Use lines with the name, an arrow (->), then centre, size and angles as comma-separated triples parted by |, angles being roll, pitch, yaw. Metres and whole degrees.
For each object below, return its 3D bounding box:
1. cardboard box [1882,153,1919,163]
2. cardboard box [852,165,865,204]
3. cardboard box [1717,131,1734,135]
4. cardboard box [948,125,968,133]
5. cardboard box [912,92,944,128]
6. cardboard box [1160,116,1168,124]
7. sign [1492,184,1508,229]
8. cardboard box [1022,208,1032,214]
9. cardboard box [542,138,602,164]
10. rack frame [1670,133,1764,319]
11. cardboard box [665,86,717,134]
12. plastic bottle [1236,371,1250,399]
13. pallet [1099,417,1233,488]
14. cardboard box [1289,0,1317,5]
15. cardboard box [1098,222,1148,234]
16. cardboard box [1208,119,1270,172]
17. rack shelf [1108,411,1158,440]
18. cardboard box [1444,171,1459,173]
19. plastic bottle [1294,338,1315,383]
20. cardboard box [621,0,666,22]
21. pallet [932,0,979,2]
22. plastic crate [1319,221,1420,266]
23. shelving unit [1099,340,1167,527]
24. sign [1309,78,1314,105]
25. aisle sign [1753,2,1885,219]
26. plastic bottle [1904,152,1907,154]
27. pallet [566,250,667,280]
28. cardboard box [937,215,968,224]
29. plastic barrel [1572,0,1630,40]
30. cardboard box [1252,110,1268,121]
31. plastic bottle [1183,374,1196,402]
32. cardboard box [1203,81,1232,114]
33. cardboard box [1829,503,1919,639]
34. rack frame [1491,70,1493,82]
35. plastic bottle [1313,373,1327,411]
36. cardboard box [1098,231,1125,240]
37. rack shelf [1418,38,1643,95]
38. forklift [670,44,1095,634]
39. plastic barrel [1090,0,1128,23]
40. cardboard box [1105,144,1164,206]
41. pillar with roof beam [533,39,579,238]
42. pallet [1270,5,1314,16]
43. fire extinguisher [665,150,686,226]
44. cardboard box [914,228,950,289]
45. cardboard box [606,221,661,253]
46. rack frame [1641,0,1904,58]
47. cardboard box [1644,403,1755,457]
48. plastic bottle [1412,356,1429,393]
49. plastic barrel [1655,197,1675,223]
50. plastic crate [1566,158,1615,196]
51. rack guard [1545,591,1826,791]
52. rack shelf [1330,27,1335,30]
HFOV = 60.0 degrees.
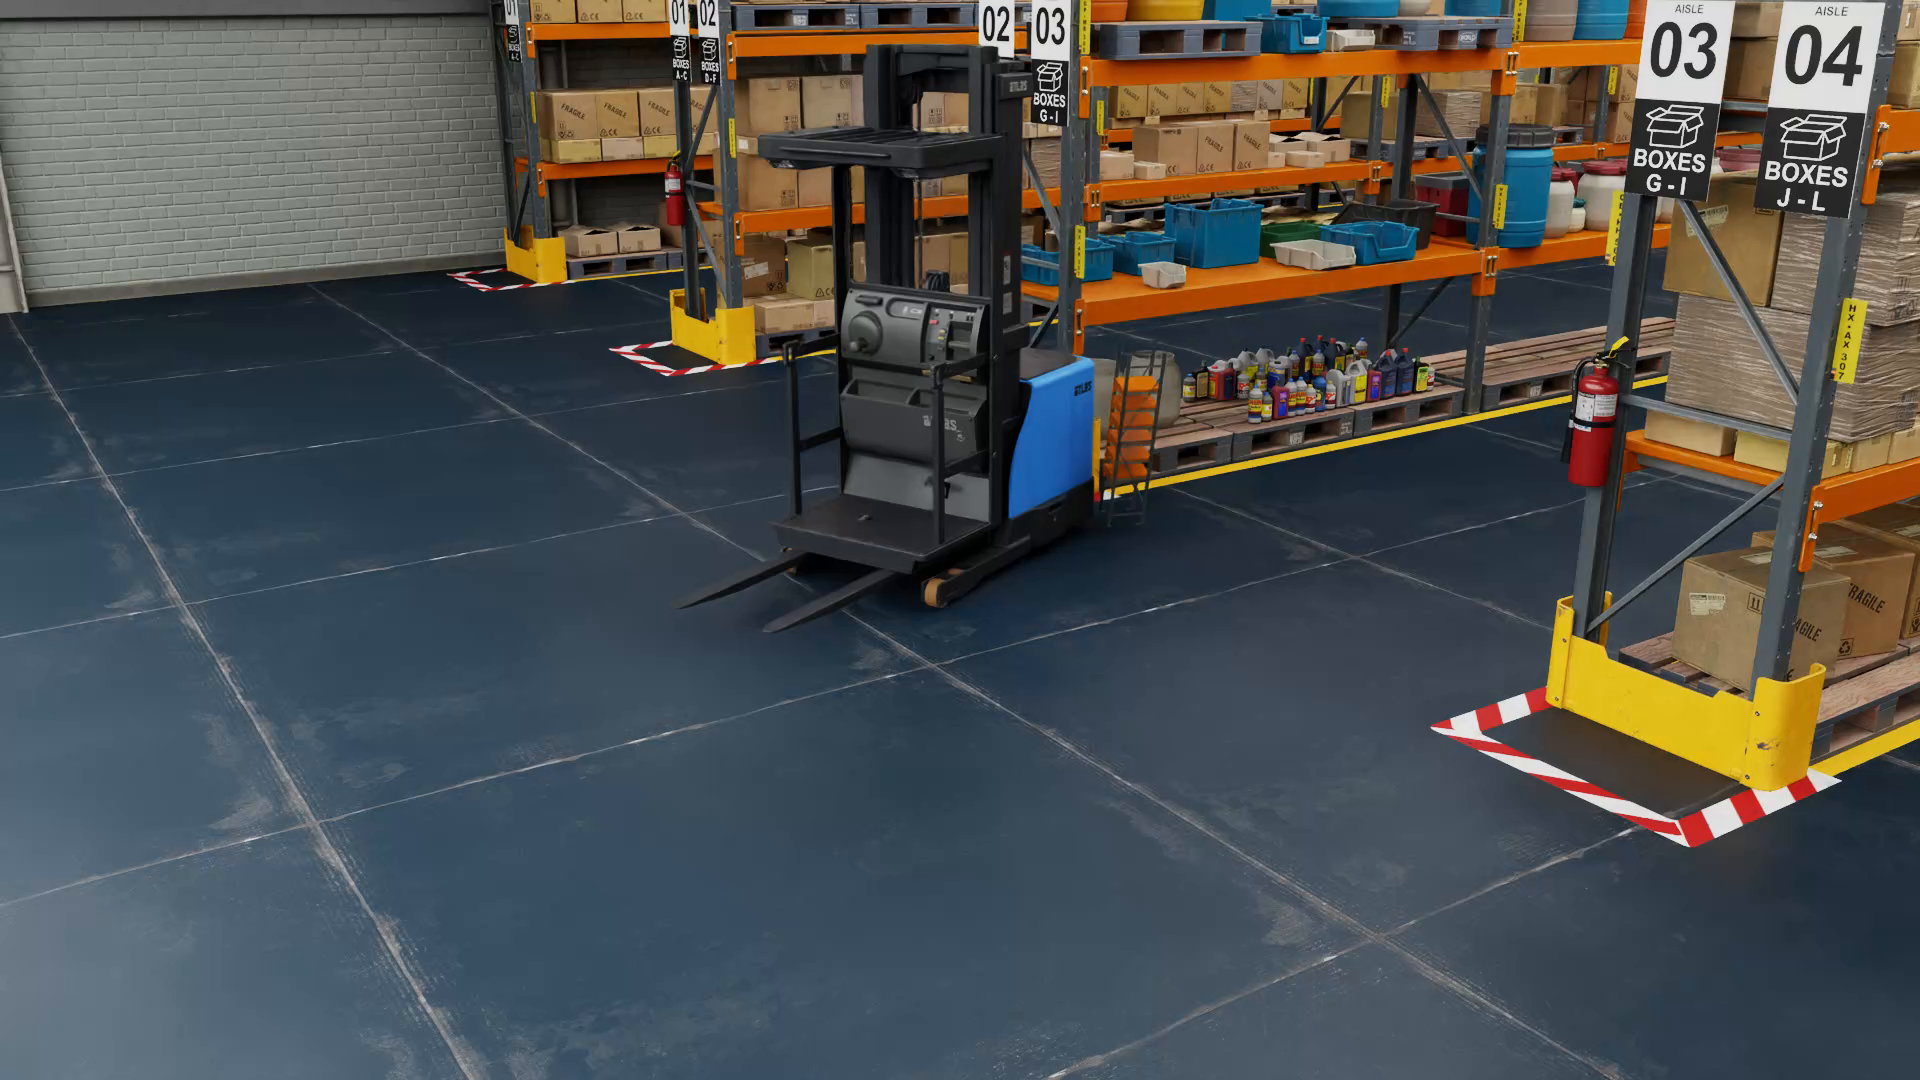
cardboard box -> 4.761, -1.603, 8.122 | 0.500, 0.500, 0.500 | -12, 22, -31
cardboard box -> -1.012, -3.472, 15.675 | 0.500, 0.500, 0.700 | -12, 22, -31
cardboard box -> 10.025, -5.701, 22.269 | 0.500, 0.500, 0.500 | -12, 22, -31
cardboard box -> -0.093, -3.897, 15.919 | 0.250, 0.149, 0.380 | -11, 22, -30
cardboard box -> -0.547, -4.188, 15.766 | 0.500, 0.500, 0.700 | -12, 22, -31
cardboard box -> 2.719, -5.930, 23.461 | 0.250, 0.149, 0.380 | -12, 22, -32
sign -> 4.092, -2.527, 12.604 | 0.005, 0.325, 0.100 | -12, 22, -31
cardboard box -> 0.624, -4.723, 22.749 | 0.500, 0.500, 0.700 | -12, 22, -31
cardboard box -> -4.408, -4.430, 18.867 | 0.500, 0.250, 0.500 | -13, 22, -33
rack frame -> 7.140, -3.250, 15.173 | 0.127, 3.000, 1.000 | -12, 22, -31
cardboard box -> -3.149, -5.056, 19.547 | 0.500, 0.500, 0.500 | -11, 22, -30
plastic bottle -> 2.177, -1.195, 12.780 | 0.097, 0.201, 0.097 | 0, 19, 0
pallet -> 1.177, -0.687, 11.948 | 1.213, 0.211, 1.003 | -12, 22, -31
cardboard box -> 3.643, -5.932, 18.002 | 0.500, 0.250, 0.500 | -11, 22, -30
cardboard box -> 1.690, -3.274, 18.007 | 0.500, 0.311, 0.500 | -11, 22, -30
cardboard box -> 3.026, -4.323, 18.191 | 0.500, 0.500, 0.500 | -13, 23, -34
rack shelf -> 1.063, -0.710, 10.224 | 0.258, 0.103, 0.180 | -4, 33, -13
cardboard box -> 6.386, -4.463, 20.808 | 0.500, 0.250, 0.500 | -12, 22, -31
plastic bottle -> 2.739, -1.434, 13.253 | 0.185, 0.351, 0.144 | -13, 23, -34
cardboard box -> -3.674, -6.138, 18.846 | 0.500, 0.500, 0.500 | -11, 21, -29
pallet -> -0.211, -6.791, 21.258 | 1.003, 0.211, 1.213 | -12, 22, -31
plastic crate -> 3.024, -2.207, 12.322 | 0.616, 0.251, 0.499 | -12, 22, -31
shelving unit -> 1.058, -0.646, 10.265 | 0.258, 1.200, 0.189 | -4, 33, -13
sign -> 4.112, -5.230, 19.346 | 0.005, 0.325, 0.100 | -12, 22, -31
aisle sign -> 3.296, -1.656, 6.401 | 0.004, 0.787, 0.394 | -12, 22, -31
plastic bottle -> 9.828, -3.925, 17.353 | 0.133, 0.283, 0.061 | -12, 22, -31
pallet -> -4.229, -3.316, 19.725 | 1.213, 0.211, 1.003 | -12, 22, -31
cardboard box -> 0.105, -3.034, 17.003 | 0.500, 0.500, 0.500 | -12, 22, -31
plastic barrel -> 5.197, -4.582, 13.647 | 0.708, 0.901, 0.600 | -12, 22, -31
cardboard box -> 4.278, -6.213, 24.299 | 0.250, 0.149, 0.380 | -12, 22, -31
plastic bottle -> 1.751, -1.164, 12.687 | 0.097, 0.201, 0.097 | 0, 19, 0
cardboard box -> 3.526, -6.385, 23.796 | 0.500, 0.500, 0.500 | -11, 22, -30
cardboard box -> 4.727, 0.144, 8.381 | 0.500, 0.500, 0.500 | -10, 21, -26
rack frame -> 8.372, -7.309, 27.180 | 0.127, 3.000, 1.000 | -12, 22, -31
plastic bottle -> 2.683, -1.106, 12.406 | 0.097, 0.271, 0.097 | 0, 19, 0
cardboard box -> 1.560, -3.039, 17.312 | 0.500, 0.311, 0.500 | -12, 22, -31
rack shelf -> 5.469, -3.978, 13.766 | 4.000, 0.370, 1.077 | -12, 22, -31
forklift -> -0.384, -1.185, 9.172 | 1.130, 2.935, 3.031 | 12, 22, 31
plastic barrel -> 0.794, -3.783, 10.743 | 0.708, 0.830, 0.600 | -12, 22, -31
cardboard box -> 2.377, -5.175, 23.568 | 0.750, 0.750, 0.750 | -12, 22, -32
pillar with roof beam -> -2.514, -6.536, 15.526 | 0.400, 9.000, 9.100 | -12, 22, -31
pallet -> 2.969, -5.566, 17.635 | 1.213, 0.211, 1.003 | -11, 21, -29
fire extinguisher -> -2.617, -3.233, 15.245 | 0.183, 0.674, 0.296 | -12, 22, -31
cardboard box -> -0.438, -2.716, 16.062 | 0.500, 0.500, 0.500 | -12, 22, -31
cardboard box -> -3.887, -3.623, 19.790 | 0.500, 0.311, 0.500 | -10, 21, -27
rack frame -> 3.182, -3.358, 6.126 | 0.127, 3.000, 1.000 | -12, 22, -31
cardboard box -> 3.307, -0.502, 7.439 | 0.250, 0.149, 0.380 | -12, 22, -31
plastic bottle -> 3.579, -1.294, 12.942 | 0.133, 0.283, 0.061 | -11, 21, -29
plastic barrel -> 6.046, -2.990, 14.231 | 0.421, 0.512, 0.421 | 0, 19, 0
plastic crate -> 5.622, -3.077, 14.563 | 0.583, 0.464, 0.402 | -12, 22, -31
rack guard -> 3.246, 0.655, 7.527 | 0.348, 0.500, 1.175 | -12, 22, -31
rack shelf -> 2.748, -5.303, 17.687 | 4.000, 0.370, 1.077 | -12, 22, -31
